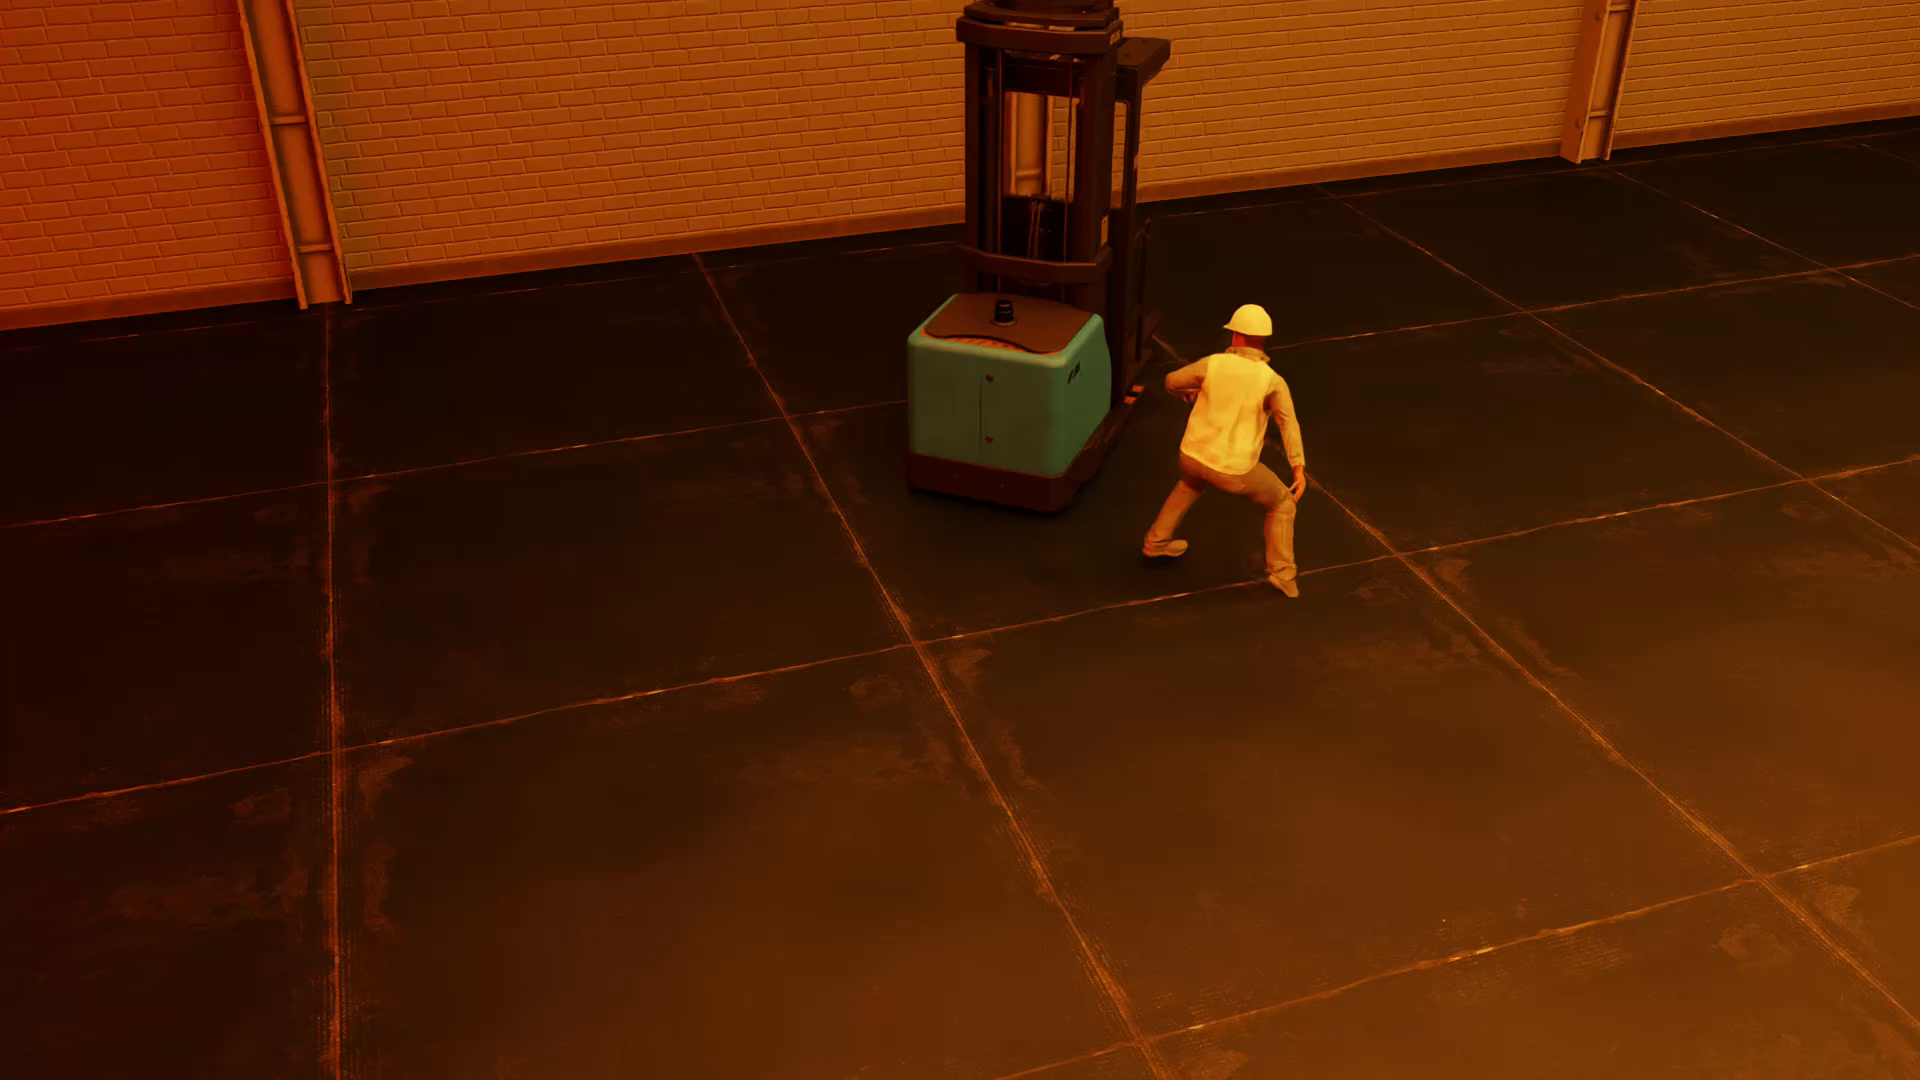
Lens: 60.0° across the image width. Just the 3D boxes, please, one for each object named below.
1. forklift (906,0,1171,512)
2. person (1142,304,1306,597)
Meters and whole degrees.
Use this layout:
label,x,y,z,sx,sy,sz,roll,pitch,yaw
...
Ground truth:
label,x,y,z,sx,sy,sz,roll,pitch,yaw
forklift,0.673,-2.161,10.842,1.130,2.935,3.031,11,32,18
person,1.559,-0.454,9.311,1.023,1.718,0.572,21,36,32
